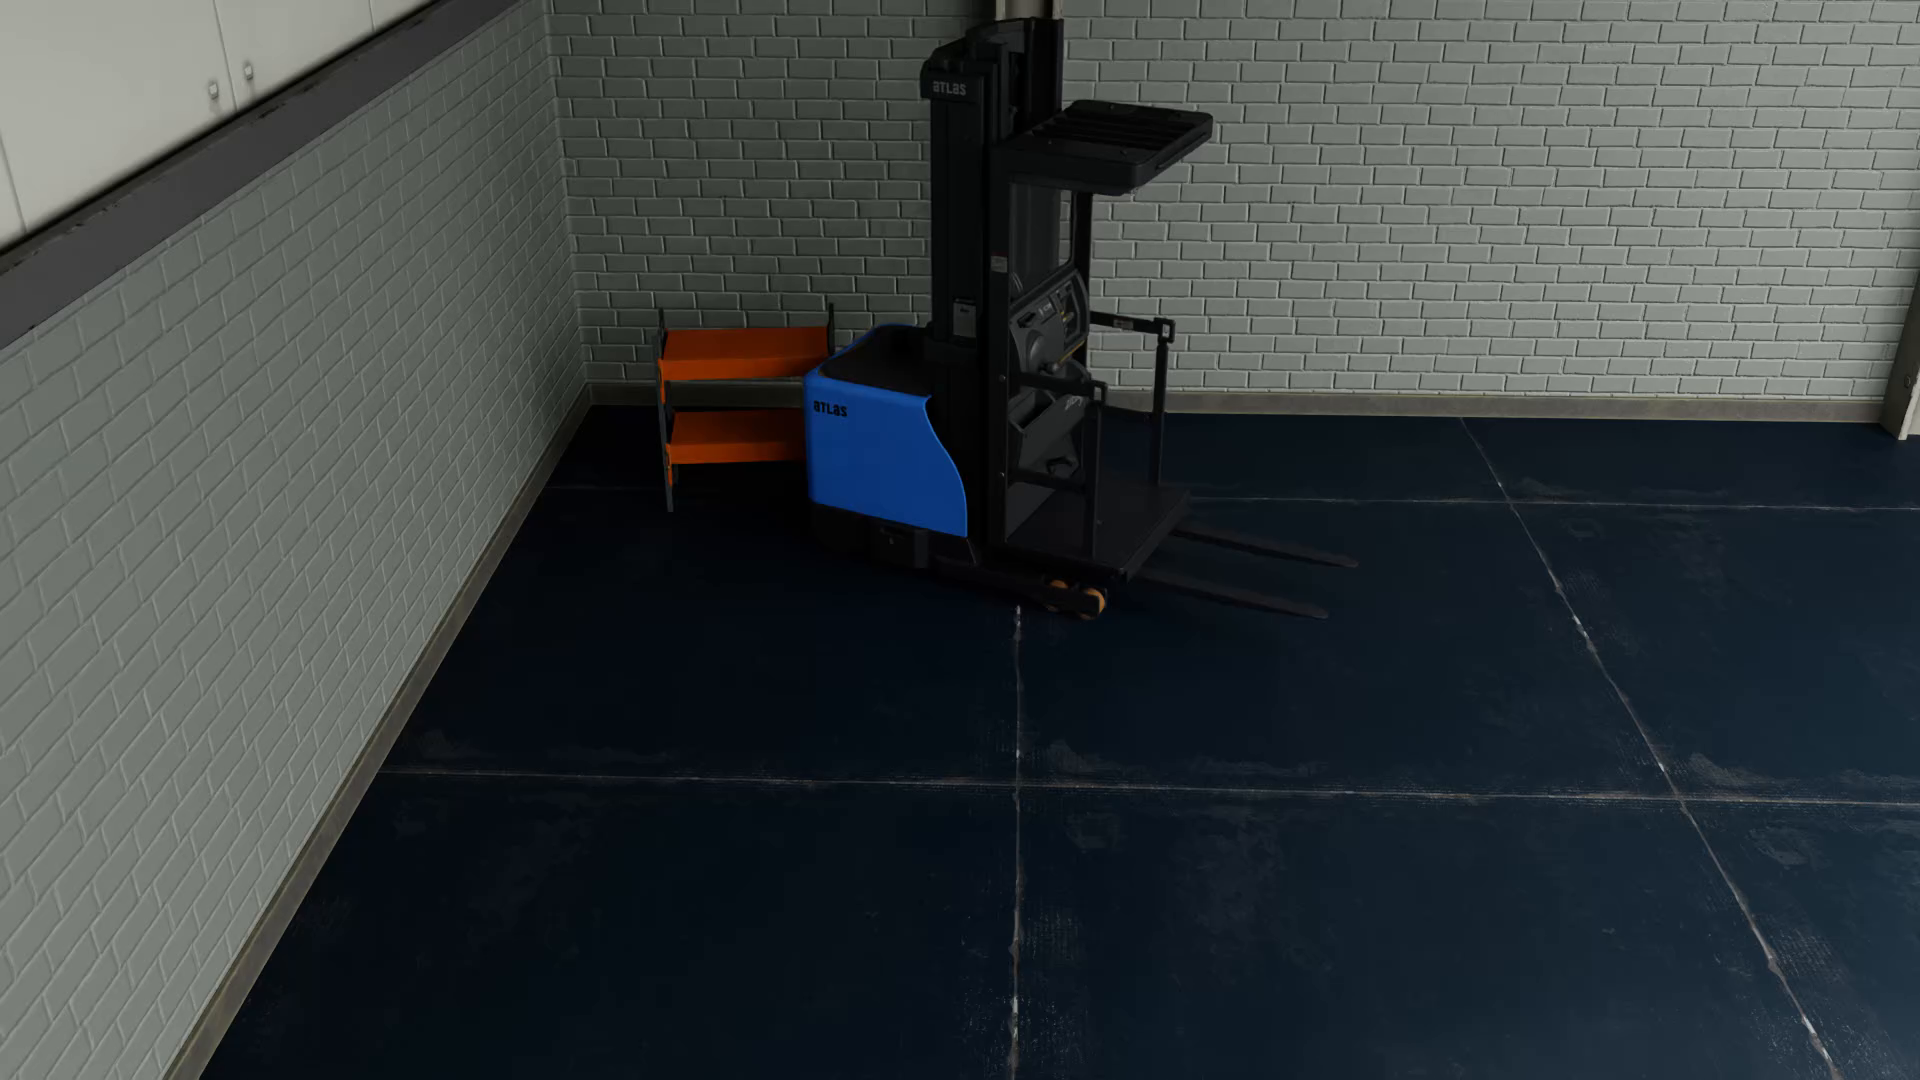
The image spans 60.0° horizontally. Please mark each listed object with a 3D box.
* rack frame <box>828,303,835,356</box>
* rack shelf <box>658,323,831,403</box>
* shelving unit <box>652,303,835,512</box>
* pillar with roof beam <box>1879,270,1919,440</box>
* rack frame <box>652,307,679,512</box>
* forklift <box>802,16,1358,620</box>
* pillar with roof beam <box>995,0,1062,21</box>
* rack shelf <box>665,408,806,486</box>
[{"bbox_3d":[-0.761,-0.822,10.099,0.032,1.125,0.500,-2,28,-4],"label":"rack frame"},{"bbox_3d":[-1.268,-1.062,9.927,1.000,0.278,0.538,-2,28,-4],"label":"rack shelf"},{"bbox_3d":[-1.268,-0.803,10.064,1.048,1.125,0.538,-2,28,-4],"label":"shelving unit"},{"bbox_3d":[6.258,-2.695,5.225,0.400,9.000,9.100,1,28,2],"label":"pillar with roof beam"},{"bbox_3d":[-1.775,-0.784,10.028,0.032,1.125,0.500,-2,28,-4],"label":"rack frame"},{"bbox_3d":[0.664,-1.152,8.794,3.031,2.935,1.130,13,31,23],"label":"forklift"},{"bbox_3d":[0.261,-2.794,5.413,0.400,9.000,9.100,1,28,2],"label":"pillar with roof beam"},{"bbox_3d":[-1.268,-0.587,10.178,1.000,0.278,0.538,-2,28,-4],"label":"rack shelf"}]
